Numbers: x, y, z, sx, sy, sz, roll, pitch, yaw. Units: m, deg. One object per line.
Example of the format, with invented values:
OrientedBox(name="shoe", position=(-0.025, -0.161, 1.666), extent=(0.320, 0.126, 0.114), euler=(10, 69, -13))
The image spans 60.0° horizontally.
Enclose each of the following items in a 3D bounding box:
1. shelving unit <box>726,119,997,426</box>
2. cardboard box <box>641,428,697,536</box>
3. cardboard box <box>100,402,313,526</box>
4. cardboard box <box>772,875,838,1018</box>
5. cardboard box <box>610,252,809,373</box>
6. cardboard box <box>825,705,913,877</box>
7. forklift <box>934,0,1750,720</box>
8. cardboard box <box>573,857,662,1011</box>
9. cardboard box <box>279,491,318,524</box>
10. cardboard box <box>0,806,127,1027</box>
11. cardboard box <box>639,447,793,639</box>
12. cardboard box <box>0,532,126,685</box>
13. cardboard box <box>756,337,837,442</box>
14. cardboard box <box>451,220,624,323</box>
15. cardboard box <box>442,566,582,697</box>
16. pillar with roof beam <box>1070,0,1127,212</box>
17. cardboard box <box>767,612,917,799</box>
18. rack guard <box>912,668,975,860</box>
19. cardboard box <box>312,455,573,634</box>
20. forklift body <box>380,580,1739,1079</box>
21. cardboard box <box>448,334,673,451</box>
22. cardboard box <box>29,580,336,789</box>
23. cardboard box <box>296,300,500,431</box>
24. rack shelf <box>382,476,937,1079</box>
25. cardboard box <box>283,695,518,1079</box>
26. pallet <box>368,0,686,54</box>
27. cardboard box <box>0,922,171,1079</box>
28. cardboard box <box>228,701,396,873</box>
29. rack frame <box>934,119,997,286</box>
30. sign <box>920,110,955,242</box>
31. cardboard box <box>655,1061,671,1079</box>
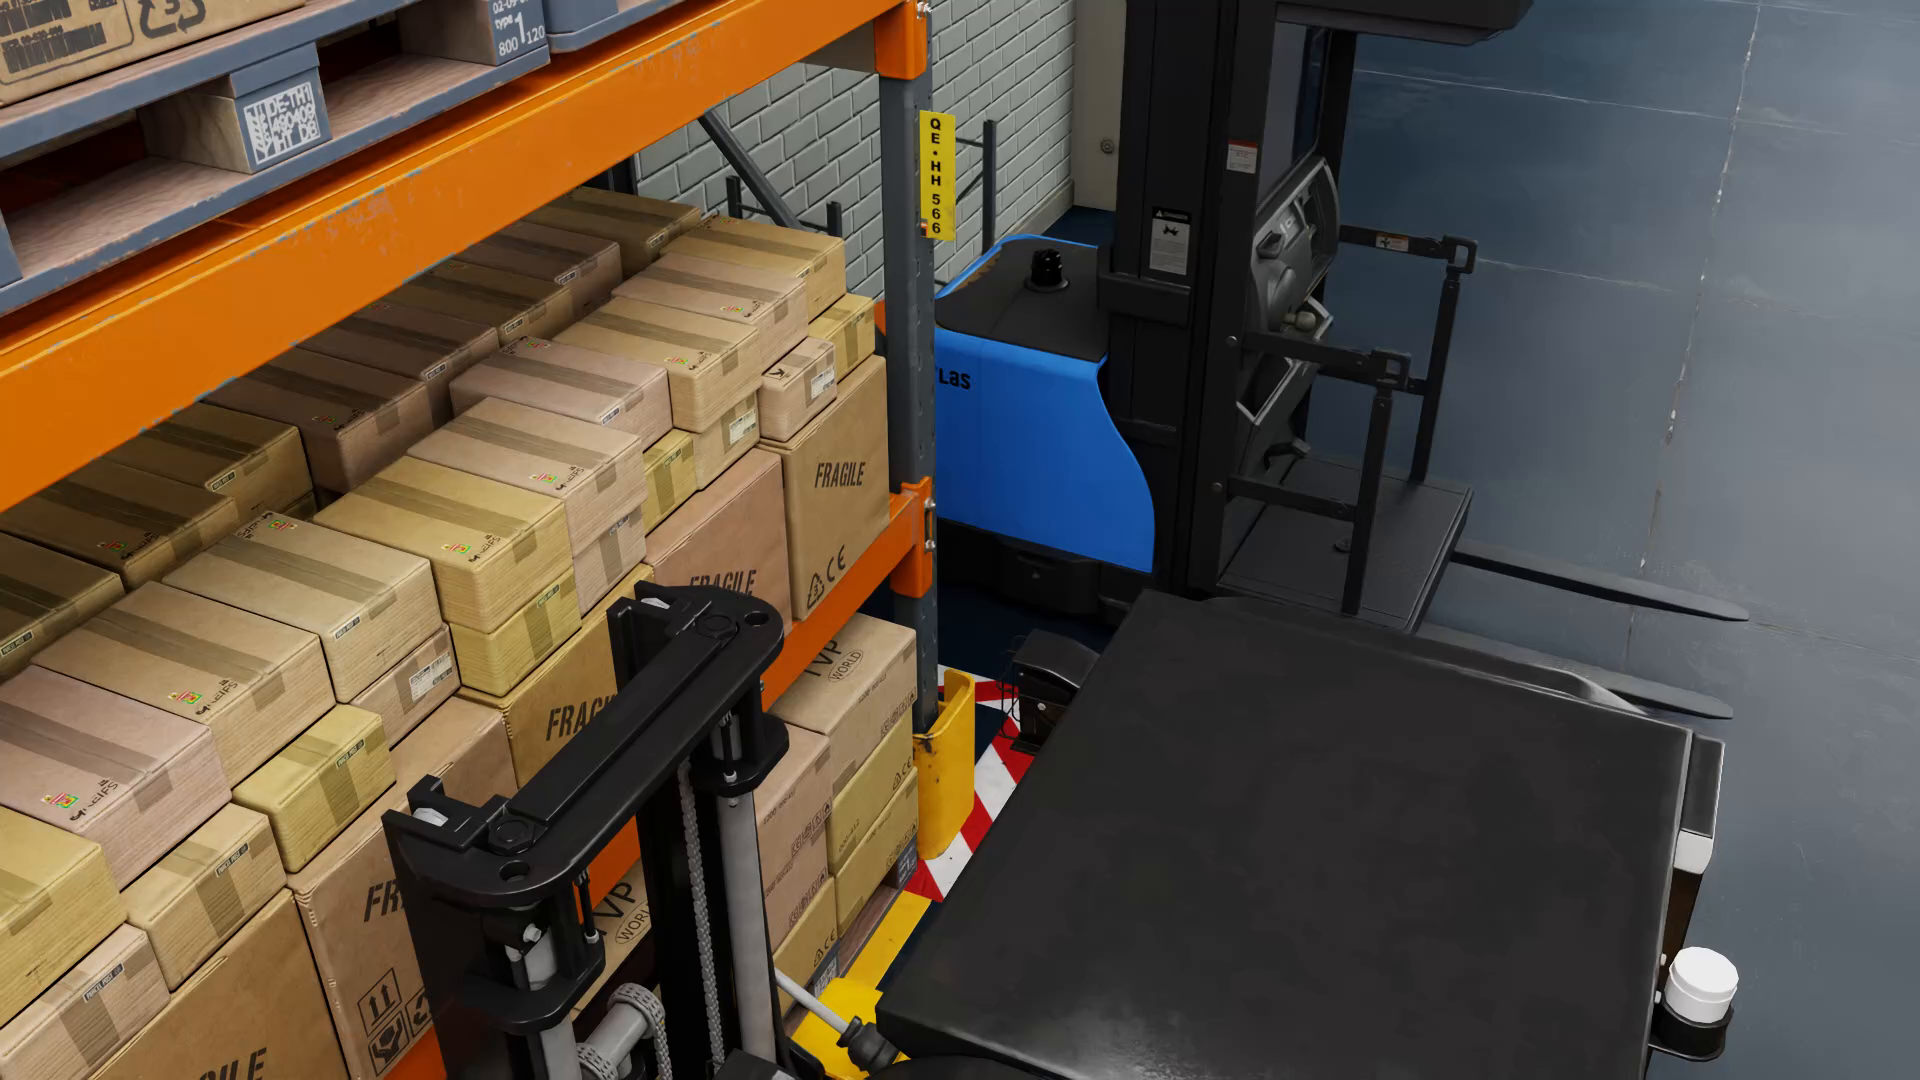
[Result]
OrientedBox(name="shelving unit", position=(-0.357, -0.846, 6.672), extent=(0.587, 1.500, 1.083), euler=(20, 38, 27))
OrientedBox(name="cardboard box", position=(-0.794, -0.151, 3.562), extent=(0.380, 0.149, 0.250), euler=(14, 36, 20))
OrientedBox(name="cardboard box", position=(-1.521, -0.142, 3.277), extent=(0.380, 0.149, 0.250), euler=(13, 36, 19))
OrientedBox(name="cardboard box", position=(-0.671, 1.081, 4.490), extent=(0.500, 0.250, 0.500), euler=(14, 36, 20))
OrientedBox(name="cardboard box", position=(-0.579, -0.526, 3.863), extent=(0.380, 0.149, 0.250), euler=(14, 36, 21))
OrientedBox(name="cardboard box", position=(-0.465, 0.634, 4.716), extent=(0.500, 0.250, 0.500), euler=(14, 36, 20))
OrientedBox(name="forklift", position=(1.321, -0.984, 5.578), extent=(3.031, 2.935, 1.130), euler=(15, 36, 22))
OrientedBox(name="cardboard box", position=(-0.865, 0.921, 3.823), extent=(0.500, 0.250, 0.500), euler=(15, 36, 21))
OrientedBox(name="cardboard box", position=(-1.525, -0.025, 3.369), extent=(0.380, 0.149, 0.250), euler=(15, 36, 22))
OrientedBox(name="cardboard box", position=(-1.405, 0.499, 2.300), extent=(0.380, 0.149, 0.250), euler=(14, 36, 20))
OrientedBox(name="cardboard box", position=(-0.738, 0.075, 3.810), extent=(0.500, 0.500, 0.500), euler=(15, 36, 22))
OrientedBox(name="cardboard box", position=(-1.660, 0.132, 2.859), extent=(0.380, 0.149, 0.250), euler=(15, 36, 22))
OrientedBox(name="cardboard box", position=(-0.516, -0.387, 3.922), extent=(0.380, 0.149, 0.250), euler=(15, 36, 21))
OrientedBox(name="cardboard box", position=(-1.048, -0.646, 4.046), extent=(0.380, 0.149, 0.250), euler=(15, 36, 22))
OrientedBox(name="cardboard box", position=(-0.950, 0.123, 3.144), extent=(0.380, 0.149, 0.250), euler=(14, 36, 21))
OrientedBox(name="pillar with roof beam", position=(4.765, -4.815, 5.886), extent=(9.100, 9.000, 0.400), euler=(14, 36, 20))
OrientedBox(name="cardboard box", position=(-0.454, 0.412, 4.599), extent=(0.500, 0.250, 0.500), euler=(15, 36, 22))
OrientedBox(name="rack guard", position=(-0.535, 0.588, 5.397), extent=(1.175, 0.500, 0.348), euler=(14, 36, 20))
OrientedBox(name="cardboard box", position=(-0.946, 0.003, 3.056), extent=(0.380, 0.149, 0.250), euler=(15, 36, 21))
OrientedBox(name="forklift body", position=(0.319, 1.273, 2.848), extent=(2.313, 2.155, 1.214), euler=(14, 36, 20))
OrientedBox(name="cardboard box", position=(-0.835, -0.282, 3.491), extent=(0.380, 0.149, 0.250), euler=(14, 36, 21))
OrientedBox(name="cardboard box", position=(-1.261, 0.231, 2.708), extent=(0.380, 0.149, 0.250), euler=(14, 36, 21))
OrientedBox(name="cardboard box", position=(-1.234, -0.387, 3.651), extent=(0.380, 0.149, 0.250), euler=(14, 36, 21))
OrientedBox(name="rack shelf", position=(-1.382, 0.852, 3.372), extent=(1.077, 0.370, 4.000), euler=(14, 36, 20))
OrientedBox(name="cardboard box", position=(-1.152, 0.583, 3.034), extent=(0.500, 0.500, 0.500), euler=(14, 36, 21))
OrientedBox(name="pallet", position=(-0.864, -1.316, 3.367), extent=(1.003, 0.211, 1.213), euler=(14, 36, 20))
OrientedBox(name="cardboard box", position=(-1.374, 0.634, 2.365), extent=(0.380, 0.149, 0.250), euler=(14, 36, 20))
OrientedBox(name="cardboard box", position=(-1.181, 0.370, 2.768), extent=(0.380, 0.149, 0.250), euler=(13, 36, 20))
OrientedBox(name="rack frame", position=(-0.074, -1.083, 7.034), extent=(0.500, 1.500, 0.032), euler=(20, 38, 27))
OrientedBox(name="sign", position=(-0.058, -0.897, 4.111), extent=(0.100, 0.325, 0.005), euler=(14, 36, 20))
OrientedBox(name="cardboard box", position=(-0.881, 1.143, 3.939), extent=(0.500, 0.250, 0.500), euler=(13, 36, 19))
